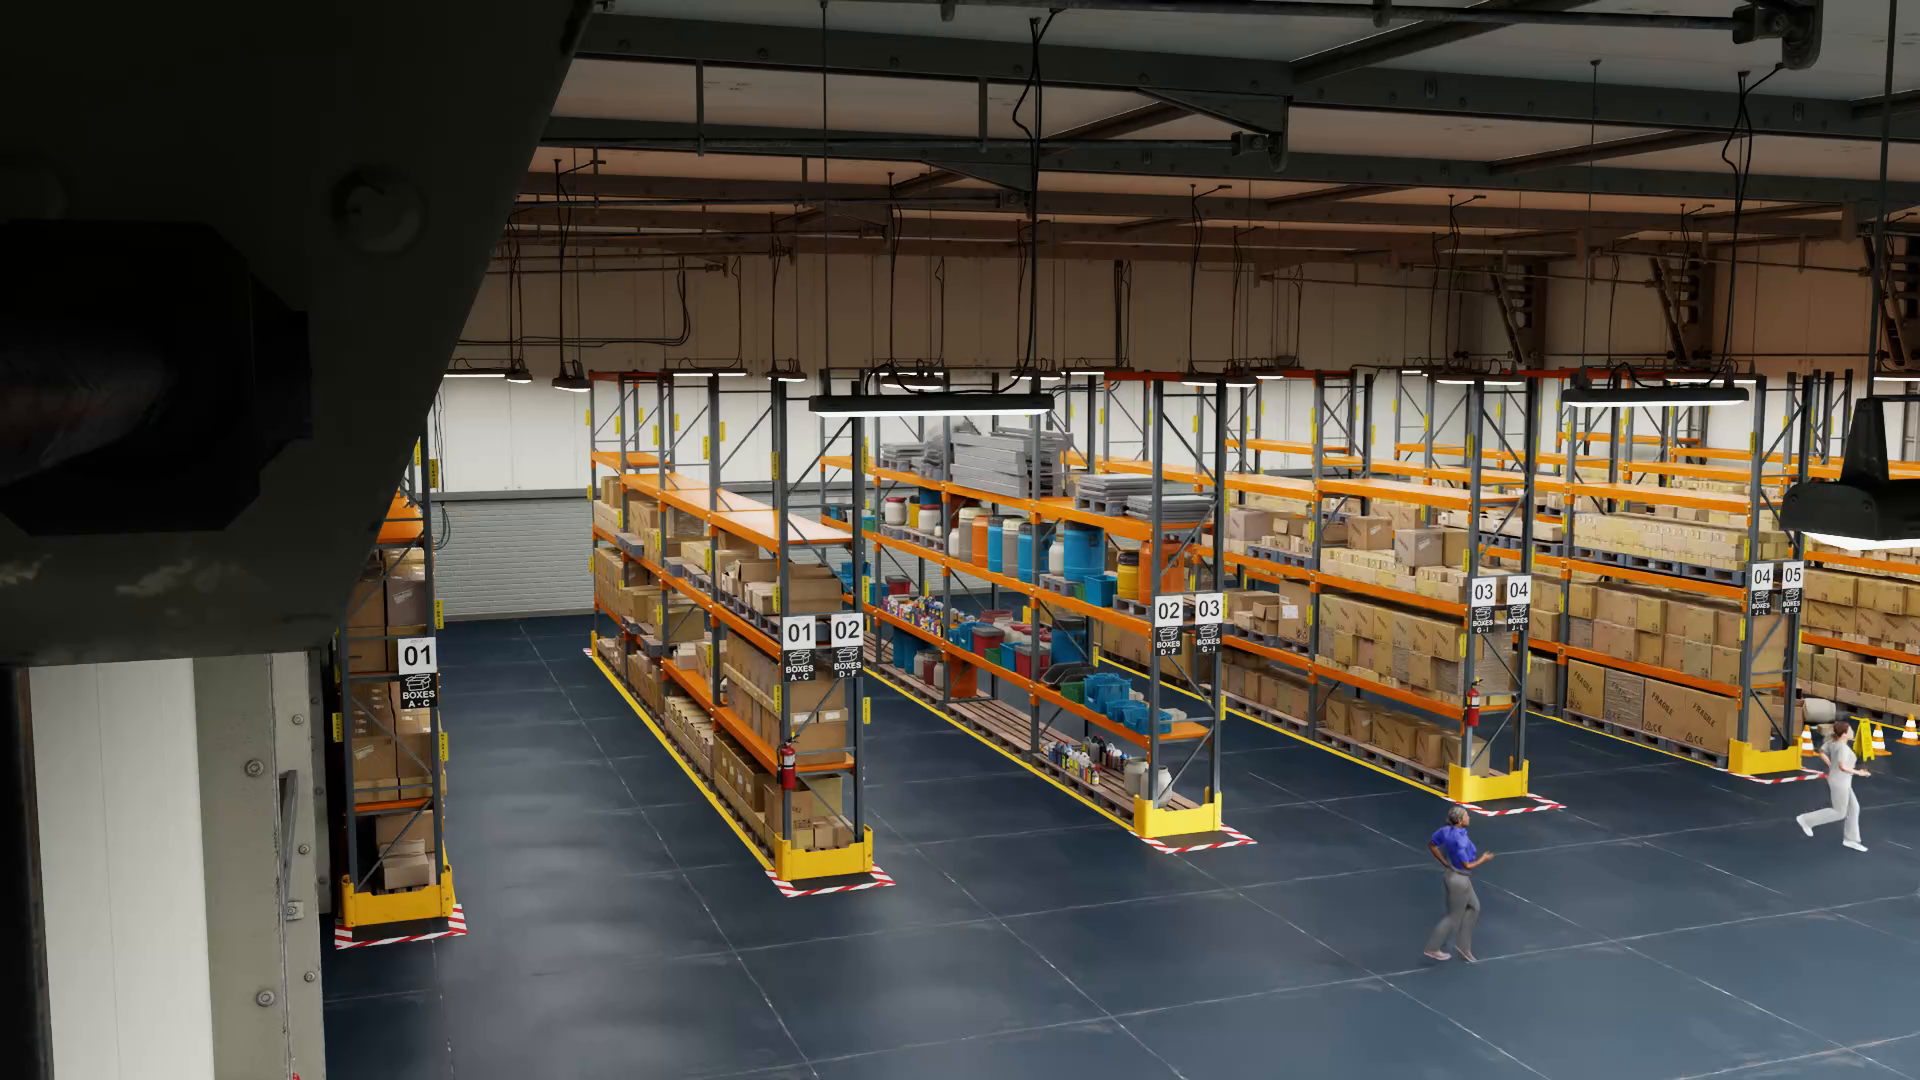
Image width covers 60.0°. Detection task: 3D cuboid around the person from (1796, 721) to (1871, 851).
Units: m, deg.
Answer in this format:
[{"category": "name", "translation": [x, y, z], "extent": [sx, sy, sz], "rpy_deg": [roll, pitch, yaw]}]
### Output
[{"category": "person", "translation": [11.228, 3.151, 21.354], "extent": [0.869, 1.680, 0.577], "rpy_deg": [2, 7, 15]}]

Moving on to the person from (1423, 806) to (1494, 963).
[{"category": "person", "translation": [5.170, 3.595, 17.264], "extent": [0.702, 1.713, 0.555], "rpy_deg": [0, 6, 2]}]

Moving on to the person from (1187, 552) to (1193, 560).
[{"category": "person", "translation": [5.564, 1.011, 40.582], "extent": [0.592, 1.594, 0.667], "rpy_deg": [-5, 8, -40]}]
